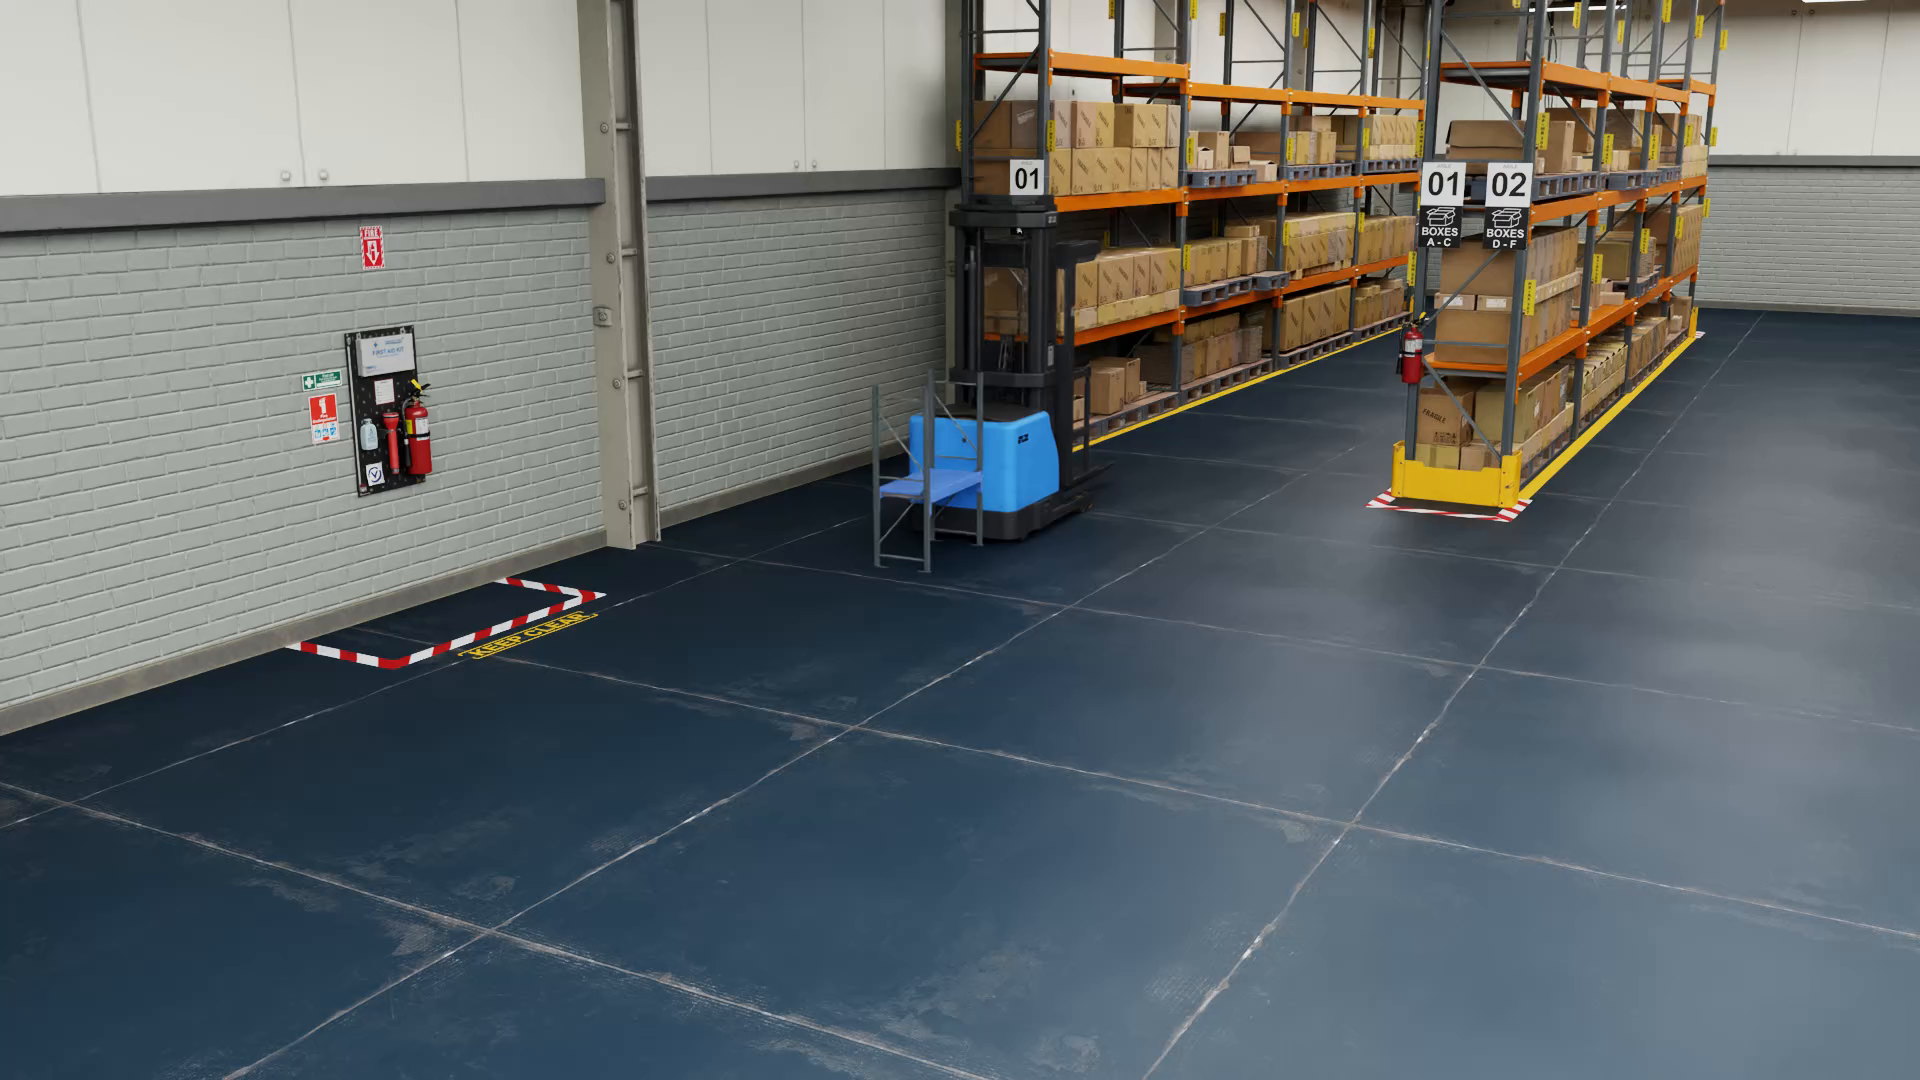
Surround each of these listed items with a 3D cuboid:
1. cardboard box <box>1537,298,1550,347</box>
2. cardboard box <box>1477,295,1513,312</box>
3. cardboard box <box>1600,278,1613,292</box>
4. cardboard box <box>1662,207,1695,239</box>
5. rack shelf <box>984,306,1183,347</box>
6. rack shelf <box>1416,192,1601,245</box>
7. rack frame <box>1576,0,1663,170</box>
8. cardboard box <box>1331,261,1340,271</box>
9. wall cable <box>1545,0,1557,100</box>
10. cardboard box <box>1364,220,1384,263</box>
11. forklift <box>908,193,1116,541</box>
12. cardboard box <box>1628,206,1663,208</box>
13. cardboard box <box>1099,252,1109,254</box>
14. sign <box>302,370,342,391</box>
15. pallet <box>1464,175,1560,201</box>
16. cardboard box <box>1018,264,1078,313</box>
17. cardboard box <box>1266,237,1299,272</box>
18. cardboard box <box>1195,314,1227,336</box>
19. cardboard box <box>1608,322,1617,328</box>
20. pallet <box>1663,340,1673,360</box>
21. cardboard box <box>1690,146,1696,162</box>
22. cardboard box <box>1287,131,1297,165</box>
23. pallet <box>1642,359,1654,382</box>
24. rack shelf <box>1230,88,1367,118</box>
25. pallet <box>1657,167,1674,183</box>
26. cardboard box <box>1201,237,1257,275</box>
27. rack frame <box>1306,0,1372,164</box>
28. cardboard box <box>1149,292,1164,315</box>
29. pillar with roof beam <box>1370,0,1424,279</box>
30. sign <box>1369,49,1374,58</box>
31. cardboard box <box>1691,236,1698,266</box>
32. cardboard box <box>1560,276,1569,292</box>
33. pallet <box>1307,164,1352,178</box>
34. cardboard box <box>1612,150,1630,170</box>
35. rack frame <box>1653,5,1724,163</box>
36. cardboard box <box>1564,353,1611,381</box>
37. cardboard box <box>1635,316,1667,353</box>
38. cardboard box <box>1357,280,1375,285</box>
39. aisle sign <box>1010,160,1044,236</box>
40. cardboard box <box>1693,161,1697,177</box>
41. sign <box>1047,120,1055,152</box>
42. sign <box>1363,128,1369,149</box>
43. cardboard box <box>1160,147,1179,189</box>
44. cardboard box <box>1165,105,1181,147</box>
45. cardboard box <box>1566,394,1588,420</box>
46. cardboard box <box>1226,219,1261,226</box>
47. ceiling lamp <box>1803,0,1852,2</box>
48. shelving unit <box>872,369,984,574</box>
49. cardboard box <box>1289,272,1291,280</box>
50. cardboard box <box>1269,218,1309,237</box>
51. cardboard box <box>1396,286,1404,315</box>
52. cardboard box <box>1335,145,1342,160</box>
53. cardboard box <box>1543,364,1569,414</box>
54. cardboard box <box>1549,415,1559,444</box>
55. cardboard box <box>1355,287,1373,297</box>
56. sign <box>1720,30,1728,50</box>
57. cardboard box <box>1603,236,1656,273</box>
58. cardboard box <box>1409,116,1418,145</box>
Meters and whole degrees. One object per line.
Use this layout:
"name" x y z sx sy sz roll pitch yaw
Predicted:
"cardboard box" 5.801 -2.324 17.561 0.700 0.500 0.500 8 16 30
"cardboard box" 5.197 -2.283 16.007 0.380 0.149 0.250 7 15 28
"cardboard box" 8.472 -3.392 22.392 0.500 0.311 0.500 9 16 32
"cardboard box" 11.840 -5.242 27.531 0.500 0.500 0.500 8 16 30
"rack shelf" 1.447 -2.484 19.973 1.077 0.370 4.000 7 15 28
"rack shelf" 5.785 -3.382 17.297 1.077 0.370 4.000 7 15 28
"rack frame" 8.686 -6.421 21.967 1.000 3.000 0.127 7 15 28
"cardboard box" 6.024 -4.509 27.328 0.380 0.149 0.250 7 15 28
"wall cable" 13.630 -10.382 34.246 3.097 2.526 0.112 7 15 28
"cardboard box" 6.916 -5.290 29.437 0.980 0.700 0.700 7 15 27
"forklift" 0.629 -1.719 15.412 1.130 2.935 3.031 6 15 25
"cardboard box" 11.616 -5.409 28.224 0.500 0.500 0.500 8 16 29
"cardboard box" 1.505 -3.266 20.357 0.500 0.500 0.500 8 16 30
"sign" -4.415 -1.105 11.510 0.001 0.109 0.331 7 15 28
"pallet" 5.183 -3.421 16.111 1.003 0.211 1.213 7 15 28
"cardboard box" 0.974 -2.789 18.379 0.500 0.500 0.500 7 15 28
"cardboard box" 4.807 -4.339 25.239 0.500 0.500 0.500 8 16 30
"cardboard box" 3.471 -3.059 23.616 0.500 0.250 0.500 7 15 28
"cardboard box" 9.447 -3.309 24.653 0.500 0.250 0.500 7 15 27
"pallet" 10.952 -3.110 26.985 1.003 0.211 1.213 7 15 28
"cardboard box" 11.564 -6.229 26.825 0.500 0.250 0.500 7 15 28
"cardboard box" 4.742 -6.006 25.496 0.700 0.500 0.500 6 15 25
"pallet" 9.671 -2.547 24.649 1.003 0.211 1.213 7 15 28
"rack shelf" 5.315 -6.848 26.125 1.077 0.370 4.000 7 15 28
"pallet" 9.744 -5.353 24.339 1.213 0.211 1.003 7 15 28
"cardboard box" 3.883 -4.112 24.039 0.700 0.500 0.500 6 15 23
"rack frame" 6.281 -7.802 27.696 1.000 3.000 0.127 7 15 28
"cardboard box" 2.202 -2.948 20.641 0.500 0.250 0.500 7 15 28
"pillar with roof beam" 12.532 -8.787 31.781 9.100 9.000 0.548 7 15 28
"sign" 7.732 -9.218 31.238 0.100 0.325 0.005 7 15 28
"cardboard box" 12.327 -4.965 28.514 0.500 0.500 0.500 8 15 29
"cardboard box" 6.437 -2.809 18.189 0.380 0.149 0.250 7 15 28
"pallet" 5.881 -6.057 27.267 0.805 0.209 1.217 7 15 26
"cardboard box" 8.516 -4.995 21.875 0.500 0.250 0.500 6 15 24
"rack frame" 12.553 -8.062 28.775 1.000 3.000 0.127 7 15 28
"cardboard box" 7.912 -2.196 21.017 0.500 0.311 0.500 8 16 30
"cardboard box" 10.632 -3.190 25.761 0.500 0.500 0.500 7 15 28
"cardboard box" 7.484 -4.749 30.884 0.380 0.149 0.250 8 15 29
"aisle sign" 0.708 -3.639 17.680 0.394 0.787 0.004 7 15 28
"cardboard box" 11.798 -6.090 27.313 0.500 0.250 0.500 7 15 28
"sign" 0.955 -4.245 17.478 0.100 0.325 0.005 7 15 28
"sign" 6.761 -6.689 27.703 0.100 0.325 0.005 7 15 28
"cardboard box" 2.385 -4.629 20.677 0.500 0.500 0.500 8 16 30
"cardboard box" 2.409 -5.114 20.555 0.500 0.500 0.500 6 15 23
"cardboard box" 7.164 -1.606 19.766 0.500 0.250 0.500 7 15 27
"cardboard box" 4.340 -4.755 25.366 0.500 0.250 0.500 8 16 30
"ceiling lamp" 16.039 -11.166 29.196 2.000 3.185 0.800 7 15 28
"shelving unit" -0.254 -0.593 13.792 0.538 1.500 1.048 6 15 25
"cardboard box" 4.839 -4.045 25.404 0.380 0.149 0.250 8 16 29
"cardboard box" 5.052 -4.807 25.581 0.500 0.250 0.500 7 15 27
"cardboard box" 7.964 -4.540 31.404 0.700 0.500 0.500 7 15 28
"cardboard box" 6.407 -6.691 28.697 0.500 0.250 0.500 8 15 29
"cardboard box" 6.467 -1.695 18.534 0.500 0.500 0.500 7 15 28
"cardboard box" 6.240 -1.226 18.189 0.500 0.250 0.500 7 15 28
"cardboard box" 7.058 -4.381 29.361 0.380 0.149 0.250 8 16 30
"sign" 13.029 -8.526 28.369 0.100 0.325 0.005 7 15 28
"cardboard box" 9.820 -4.209 24.481 0.700 0.500 0.500 3 14 14
"cardboard box" 8.100 -7.528 30.569 0.500 0.500 0.500 7 15 28
